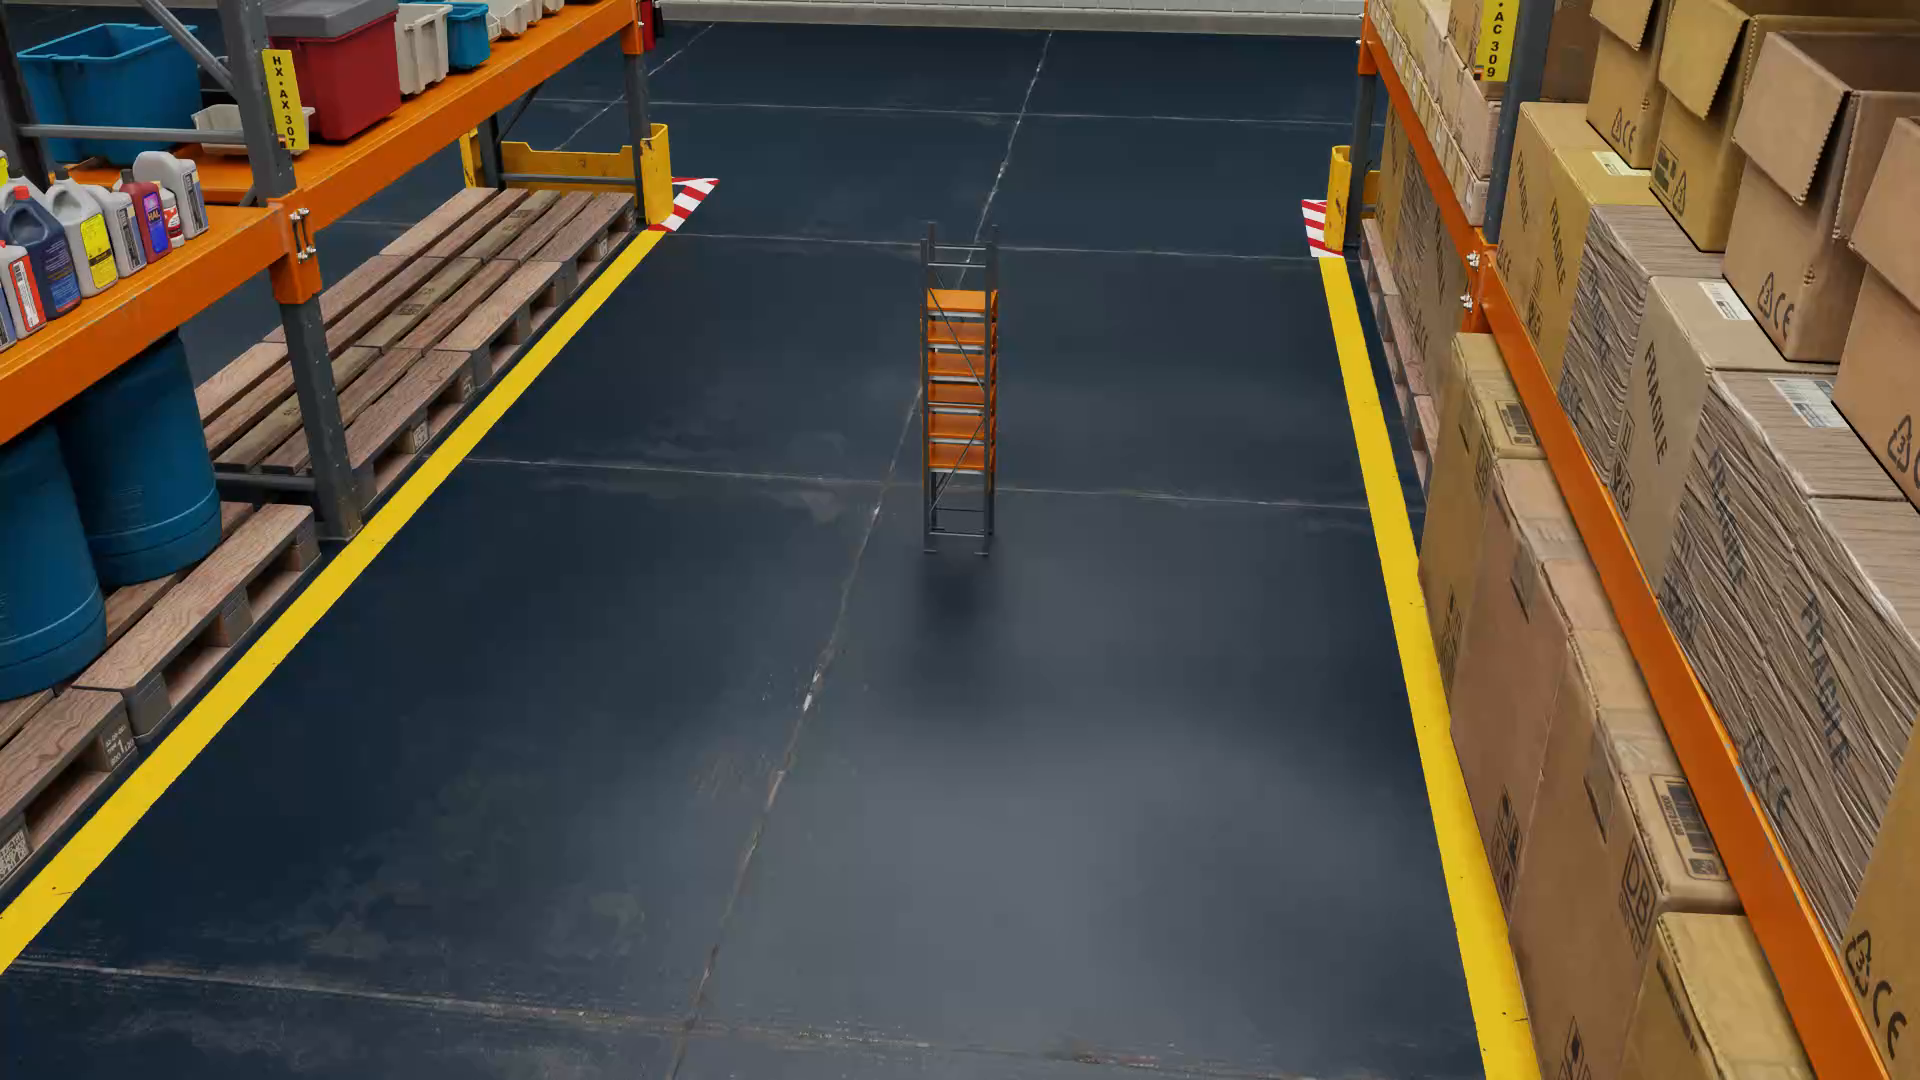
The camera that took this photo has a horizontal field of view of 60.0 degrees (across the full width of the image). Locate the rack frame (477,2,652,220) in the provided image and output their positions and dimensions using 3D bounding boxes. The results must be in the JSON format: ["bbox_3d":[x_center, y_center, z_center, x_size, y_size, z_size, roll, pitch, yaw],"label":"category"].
[{"bbox_3d":[-2.283,-3.246,9.113,1.000,3.000,0.127,3,28,6],"label":"rack frame"}]

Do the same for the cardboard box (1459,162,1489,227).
[{"bbox_3d":[1.855,-1.127,5.445,0.380,0.149,0.250,4,29,6],"label":"cardboard box"}]

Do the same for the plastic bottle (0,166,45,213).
[{"bbox_3d":[-2.704,-0.898,4.807,0.144,0.351,0.185,3,28,6],"label":"plastic bottle"}]

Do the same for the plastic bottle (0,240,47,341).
[{"bbox_3d":[-2.607,-0.695,4.508,0.152,0.276,0.135,3,28,6],"label":"plastic bottle"}]

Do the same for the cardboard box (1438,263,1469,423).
[{"bbox_3d":[2.303,-0.631,6.056,0.875,0.875,0.875,3,28,6],"label":"cardboard box"}]

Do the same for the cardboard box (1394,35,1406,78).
[{"bbox_3d":[2.106,-2.094,7.240,0.380,0.149,0.250,3,28,6],"label":"cardboard box"}]

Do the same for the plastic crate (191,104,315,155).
[{"bbox_3d":[-2.574,-1.484,6.057,0.396,0.136,0.243,3,28,6],"label":"plastic crate"}]

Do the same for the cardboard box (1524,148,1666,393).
[{"bbox_3d":[1.777,-0.681,4.246,0.500,0.500,0.500,3,28,6],"label":"cardboard box"}]

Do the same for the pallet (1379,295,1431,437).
[{"bbox_3d":[2.460,-0.777,7.470,1.003,0.211,1.213,3,28,6],"label":"pallet"}]

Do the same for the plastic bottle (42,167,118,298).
[{"bbox_3d":[-2.561,-0.890,4.791,0.144,0.351,0.185,3,28,6],"label":"plastic bottle"}]

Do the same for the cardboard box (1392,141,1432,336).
[{"bbox_3d":[2.522,-1.474,7.620,0.875,0.875,0.875,3,28,6],"label":"cardboard box"}]

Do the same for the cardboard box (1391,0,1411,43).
[{"bbox_3d":[2.183,-2.332,7.260,0.500,0.250,0.500,2,28,4],"label":"cardboard box"}]

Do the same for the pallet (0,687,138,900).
[{"bbox_3d":[-3.056,0.801,4.541,1.003,0.211,1.213,3,28,6],"label":"pallet"}]

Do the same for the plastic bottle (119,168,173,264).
[{"bbox_3d":[-2.484,-0.996,5.059,0.061,0.283,0.133,3,28,6],"label":"plastic bottle"}]

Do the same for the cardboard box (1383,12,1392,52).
[{"bbox_3d":[2.170,-2.336,7.688,0.380,0.149,0.250,3,28,5],"label":"cardboard box"}]

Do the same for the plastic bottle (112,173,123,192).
[{"bbox_3d":[-2.627,-1.070,5.283,0.097,0.201,0.097,0,28,0],"label":"plastic bottle"}]

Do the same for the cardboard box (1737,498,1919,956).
[{"bbox_3d":[1.534,0.282,2.458,0.500,0.500,0.500,3,28,6],"label":"cardboard box"}]

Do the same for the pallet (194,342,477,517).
[{"bbox_3d":[-2.722,-0.484,6.926,1.003,0.211,1.213,3,28,6],"label":"pallet"}]

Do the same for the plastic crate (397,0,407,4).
[{"bbox_3d":[-2.801,-2.482,7.808,0.416,0.233,0.300,3,28,6],"label":"plastic crate"}]

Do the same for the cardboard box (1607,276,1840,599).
[{"bbox_3d":[1.657,-0.202,3.356,0.500,0.500,0.500,4,29,7],"label":"cardboard box"}]

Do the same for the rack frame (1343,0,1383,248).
[{"bbox_3d":[2.633,-2.958,8.579,1.000,3.000,0.127,3,28,6],"label":"rack frame"}]

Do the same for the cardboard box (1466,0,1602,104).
[{"bbox_3d":[1.933,-1.702,5.301,0.500,0.500,0.500,4,29,8],"label":"cardboard box"}]

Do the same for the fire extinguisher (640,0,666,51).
[{"bbox_3d":[-1.814,-3.093,9.302,0.296,0.674,0.183,3,28,6],"label":"fire extinguisher"}]

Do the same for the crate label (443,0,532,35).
[{"bbox_3d":[-2.263,-2.494,7.931,0.396,0.136,0.243,3,28,6],"label":"crate label"}]

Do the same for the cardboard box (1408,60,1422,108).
[{"bbox_3d":[2.044,-1.852,6.790,0.380,0.149,0.250,4,29,7],"label":"cardboard box"}]

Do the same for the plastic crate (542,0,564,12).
[{"bbox_3d":[-2.203,-2.762,8.429,0.396,0.136,0.243,3,28,6],"label":"plastic crate"}]

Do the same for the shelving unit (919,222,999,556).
[{"bbox_3d":[-0.002,-0.521,5.953,0.258,1.200,0.189,3,28,6],"label":"shelving unit"}]

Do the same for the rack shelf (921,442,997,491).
[{"bbox_3d":[-0.002,-0.271,6.088,0.258,0.103,0.180,3,28,6],"label":"rack shelf"}]

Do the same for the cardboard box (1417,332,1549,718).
[{"bbox_3d":[2.084,-0.023,4.927,1.225,0.875,0.875,3,29,6],"label":"cardboard box"}]

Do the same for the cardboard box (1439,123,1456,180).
[{"bbox_3d":[1.918,-1.369,5.894,0.380,0.149,0.250,3,28,5],"label":"cardboard box"}]

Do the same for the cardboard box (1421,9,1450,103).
[{"bbox_3d":[2.059,-1.847,6.361,0.500,0.250,0.500,4,29,7],"label":"cardboard box"}]

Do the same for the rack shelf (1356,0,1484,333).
[{"bbox_3d":[2.387,-1.700,7.002,1.077,0.370,4.000,3,28,6],"label":"rack shelf"}]

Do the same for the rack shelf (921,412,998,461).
[{"bbox_3d":[-0.002,-0.377,6.031,0.258,0.103,0.180,3,28,6],"label":"rack shelf"}]

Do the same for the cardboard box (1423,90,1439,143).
[{"bbox_3d":[1.980,-1.612,6.344,0.380,0.149,0.250,4,29,7],"label":"cardboard box"}]

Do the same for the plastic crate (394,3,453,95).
[{"bbox_3d":[-2.403,-2.046,6.946,0.437,0.282,0.530,3,28,6],"label":"plastic crate"}]

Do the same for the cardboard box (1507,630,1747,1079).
[{"bbox_3d":[1.874,0.815,3.372,1.225,0.875,0.875,3,29,6],"label":"cardboard box"}]

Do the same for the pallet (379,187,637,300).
[{"bbox_3d":[-2.423,-1.633,9.058,1.003,0.211,1.213,3,28,6],"label":"pallet"}]

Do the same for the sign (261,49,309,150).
[{"bbox_3d":[-2.228,-1.452,5.491,0.100,0.325,0.005,3,28,6],"label":"sign"}]

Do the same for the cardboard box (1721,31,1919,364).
[{"bbox_3d":[1.916,-0.644,3.120,0.797,0.503,0.637,4,29,8],"label":"cardboard box"}]

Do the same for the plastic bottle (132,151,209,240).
[{"bbox_3d":[-2.501,-1.104,5.268,0.152,0.276,0.135,3,28,6],"label":"plastic bottle"}]

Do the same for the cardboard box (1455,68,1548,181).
[{"bbox_3d":[1.936,-1.363,5.463,0.500,0.250,0.500,3,28,5],"label":"cardboard box"}]

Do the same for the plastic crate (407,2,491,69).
[{"bbox_3d":[-2.280,-2.217,7.316,0.416,0.233,0.300,3,28,6],"label":"plastic crate"}]

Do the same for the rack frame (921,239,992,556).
[{"bbox_3d":[-0.013,-0.478,5.873,0.240,1.200,0.006,3,28,6],"label":"rack frame"}]

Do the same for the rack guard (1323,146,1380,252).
[{"bbox_3d":[2.635,-1.869,9.192,1.175,0.500,0.348,3,28,6],"label":"rack guard"}]

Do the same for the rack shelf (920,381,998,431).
[{"bbox_3d":[-0.002,-0.482,5.974,0.258,0.103,0.180,3,28,6],"label":"rack shelf"}]

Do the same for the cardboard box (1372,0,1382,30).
[{"bbox_3d":[2.231,-2.579,8.139,0.380,0.149,0.250,3,28,5],"label":"cardboard box"}]

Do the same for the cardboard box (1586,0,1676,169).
[{"bbox_3d":[2.072,-1.260,4.263,0.797,0.503,0.637,3,28,5],"label":"cardboard box"}]

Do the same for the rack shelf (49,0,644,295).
[{"bbox_3d":[-2.528,-1.988,7.536,1.077,0.370,4.000,3,28,6],"label":"rack shelf"}]

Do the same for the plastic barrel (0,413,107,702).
[{"bbox_3d":[-2.944,-0.036,4.924,0.600,0.901,0.708,3,28,6],"label":"plastic barrel"}]
